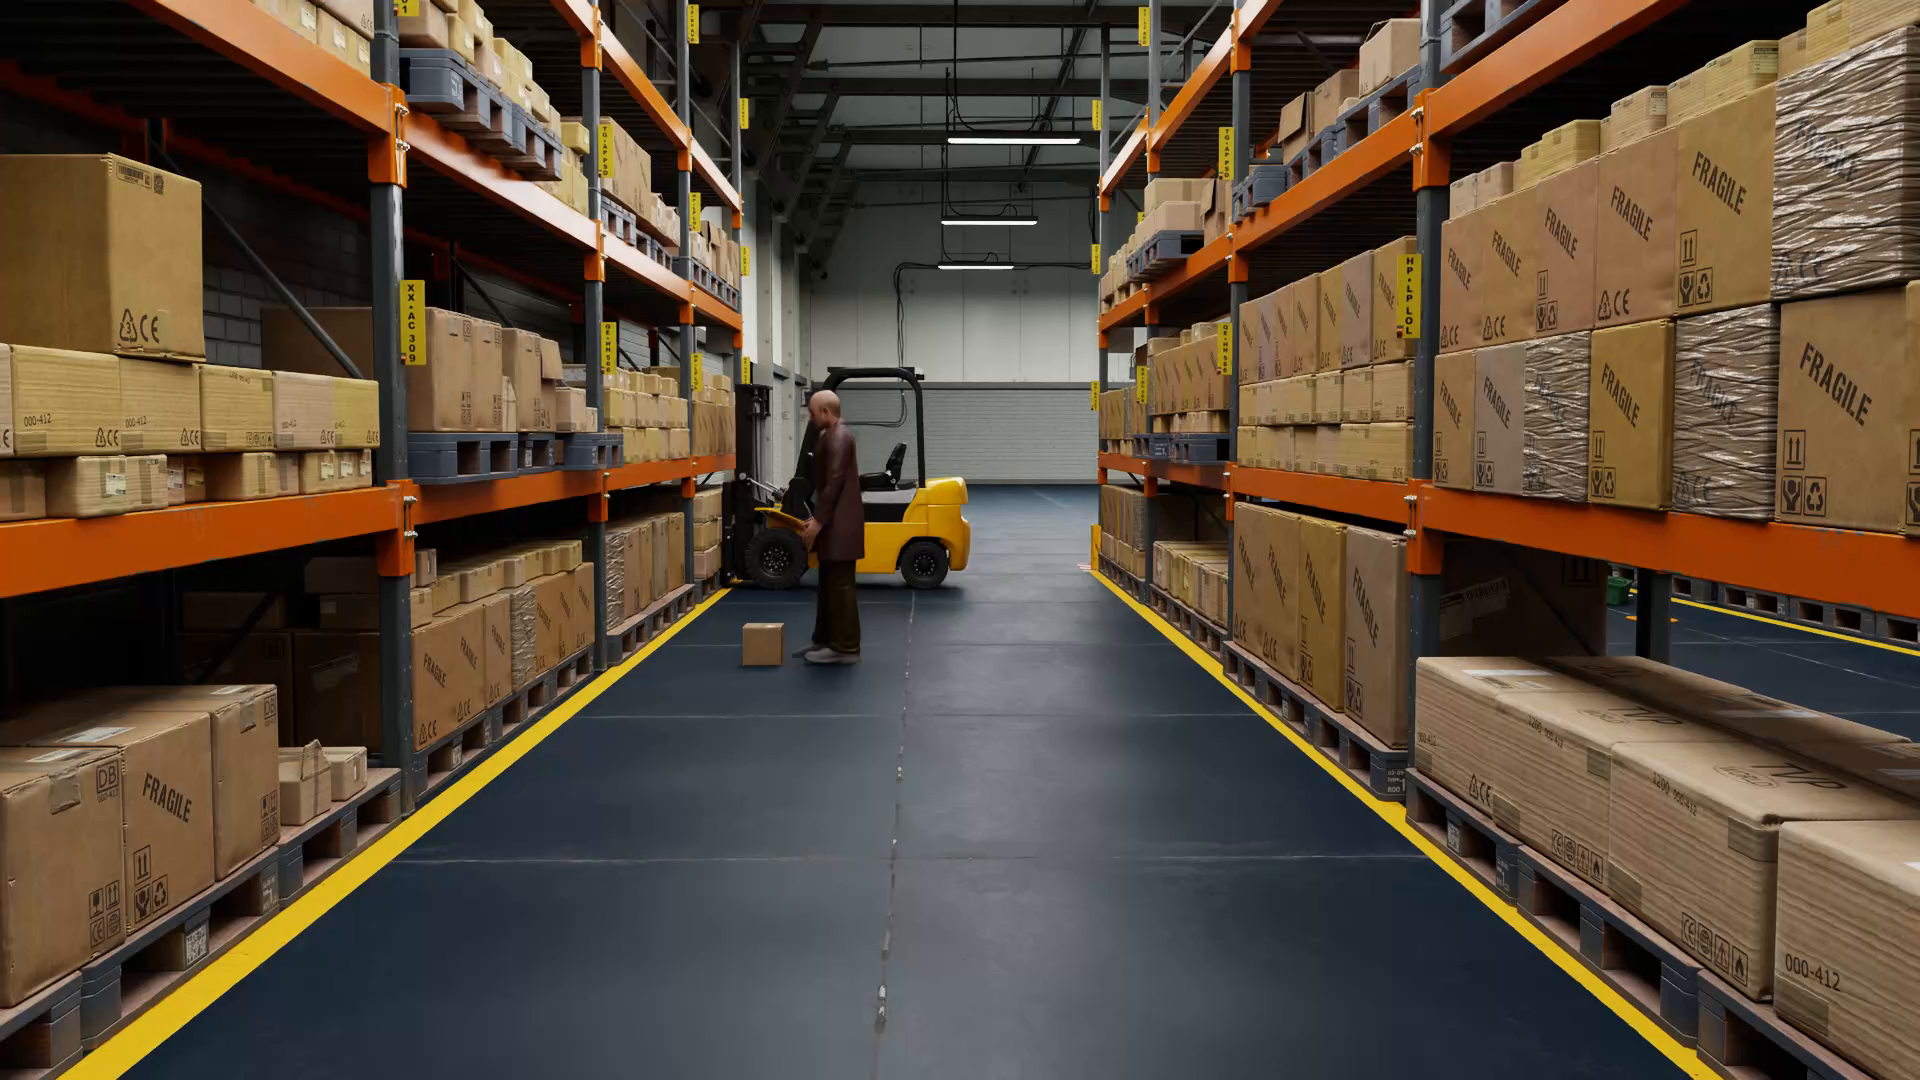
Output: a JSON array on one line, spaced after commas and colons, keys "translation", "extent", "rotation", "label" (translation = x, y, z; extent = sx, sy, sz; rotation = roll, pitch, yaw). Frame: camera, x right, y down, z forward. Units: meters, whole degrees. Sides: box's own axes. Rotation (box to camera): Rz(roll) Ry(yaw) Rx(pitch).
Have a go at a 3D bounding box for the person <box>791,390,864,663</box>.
[{"translation": [-0.879, -0.081, 10.912], "extent": [0.507, 1.799, 0.587], "rotation": [0, 4, -1], "label": "person"}]
